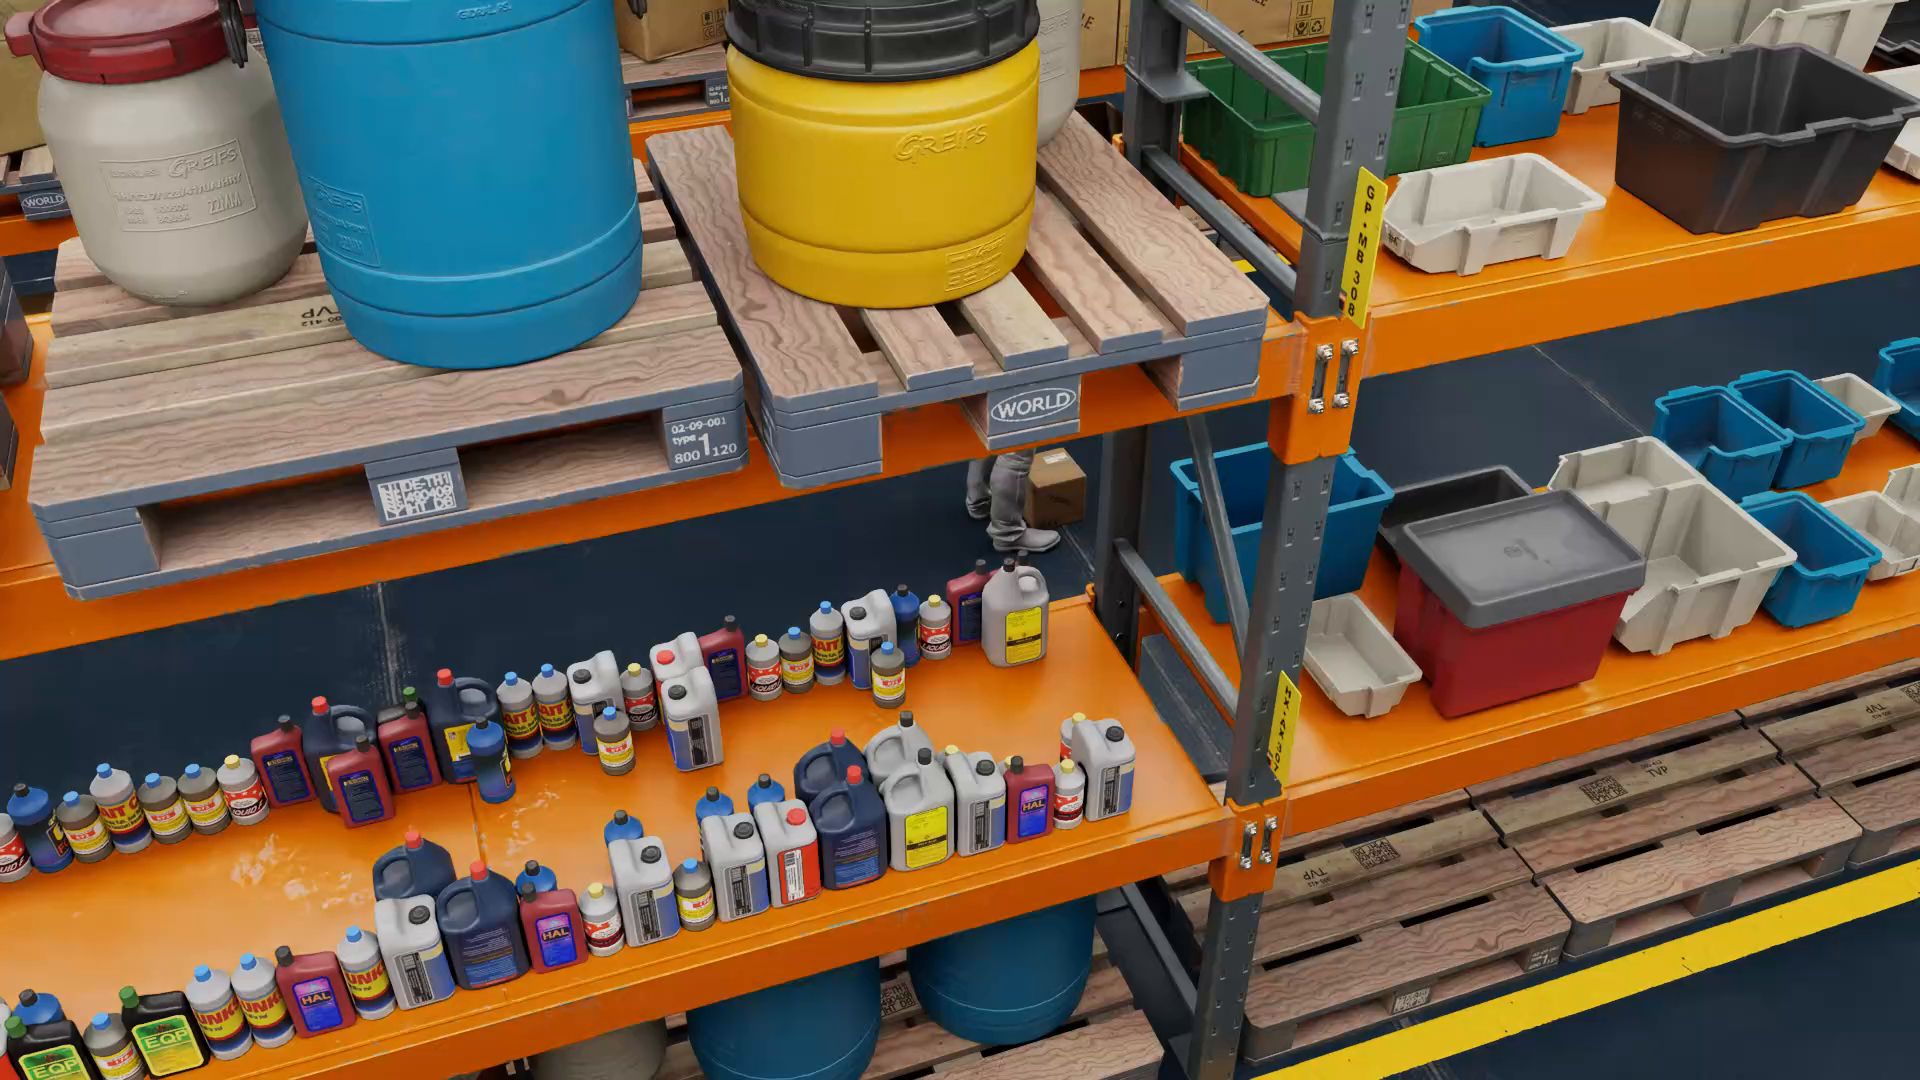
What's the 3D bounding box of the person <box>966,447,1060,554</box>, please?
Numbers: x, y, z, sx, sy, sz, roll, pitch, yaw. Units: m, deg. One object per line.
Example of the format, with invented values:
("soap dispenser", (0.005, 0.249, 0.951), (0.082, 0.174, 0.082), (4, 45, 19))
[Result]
("person", (0.205, -0.783, 7.156), (0.459, 1.761, 0.638), (-14, 40, -17))
